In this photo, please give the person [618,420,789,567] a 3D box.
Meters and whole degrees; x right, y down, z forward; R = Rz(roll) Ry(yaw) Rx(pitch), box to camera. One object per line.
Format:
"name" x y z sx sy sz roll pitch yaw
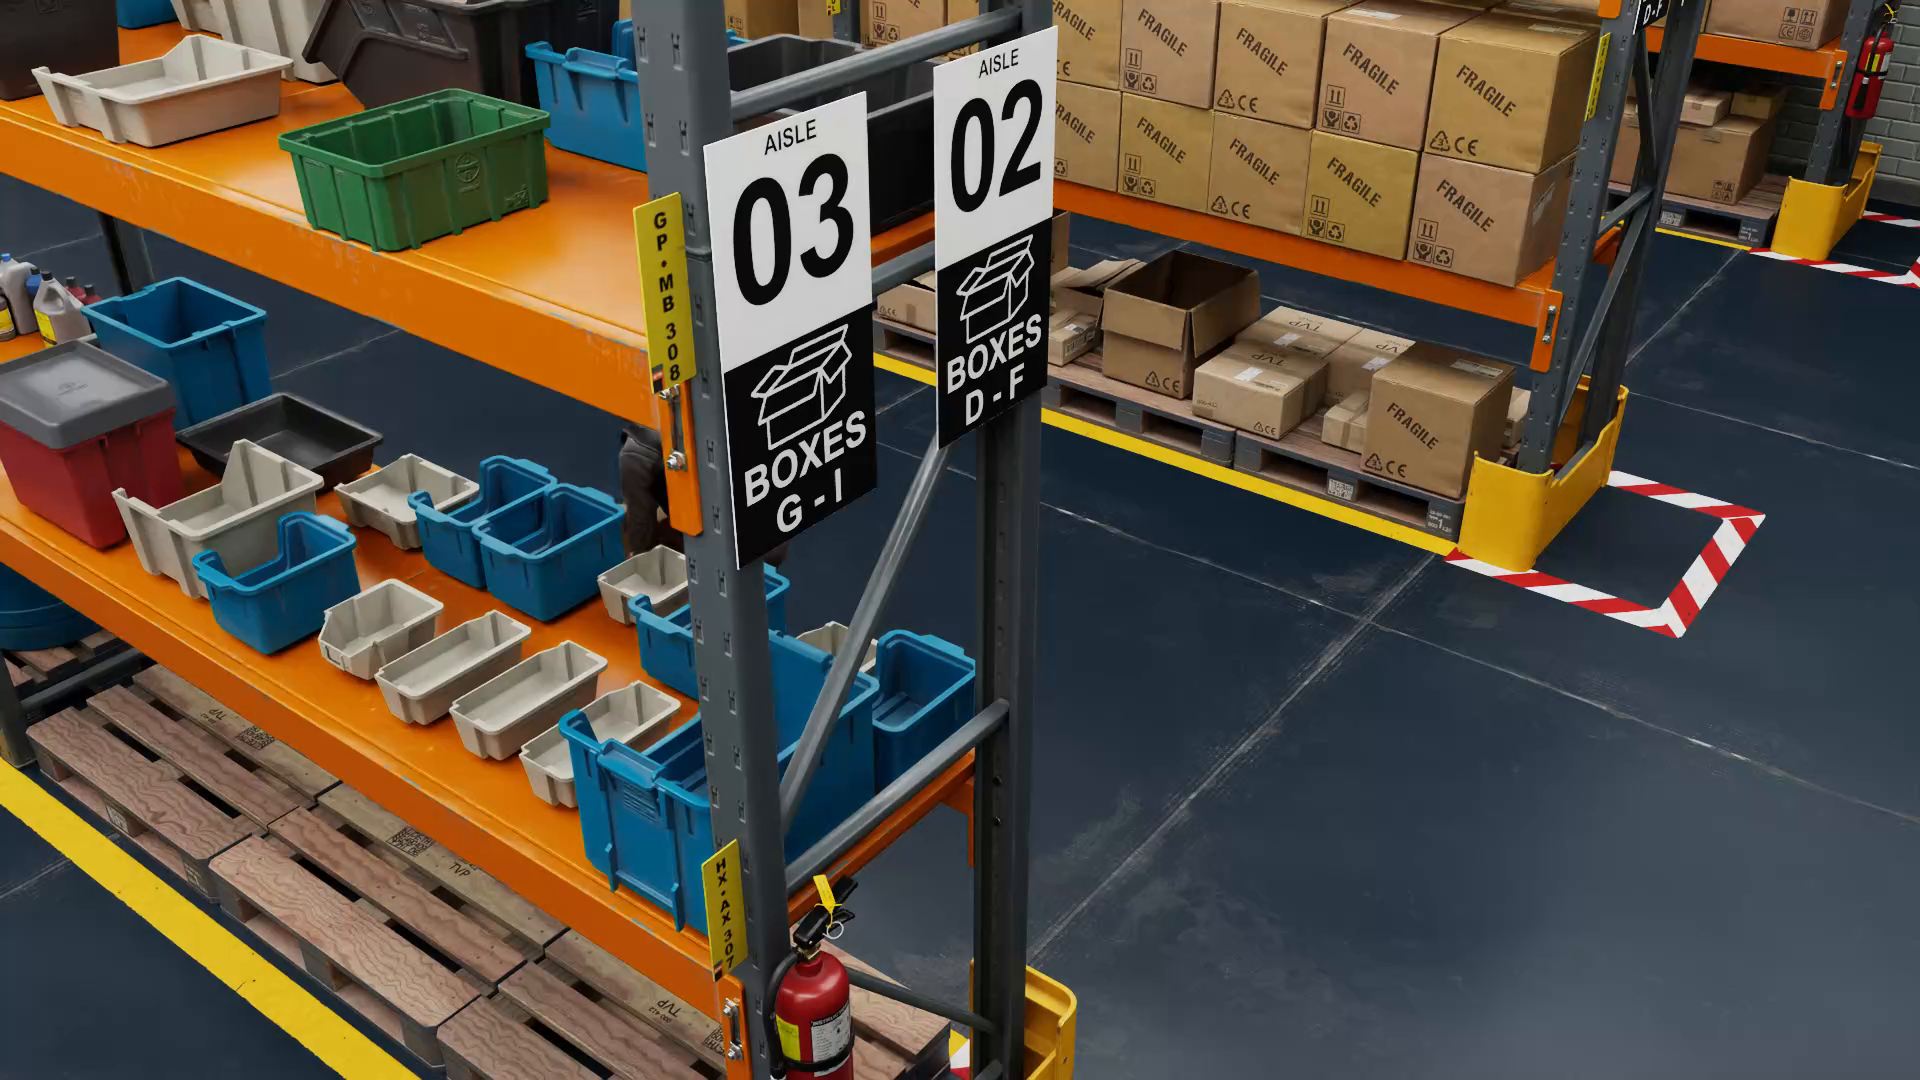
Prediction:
"person" -0.999 0.028 6.303 0.750 1.530 0.471 20 36 30
